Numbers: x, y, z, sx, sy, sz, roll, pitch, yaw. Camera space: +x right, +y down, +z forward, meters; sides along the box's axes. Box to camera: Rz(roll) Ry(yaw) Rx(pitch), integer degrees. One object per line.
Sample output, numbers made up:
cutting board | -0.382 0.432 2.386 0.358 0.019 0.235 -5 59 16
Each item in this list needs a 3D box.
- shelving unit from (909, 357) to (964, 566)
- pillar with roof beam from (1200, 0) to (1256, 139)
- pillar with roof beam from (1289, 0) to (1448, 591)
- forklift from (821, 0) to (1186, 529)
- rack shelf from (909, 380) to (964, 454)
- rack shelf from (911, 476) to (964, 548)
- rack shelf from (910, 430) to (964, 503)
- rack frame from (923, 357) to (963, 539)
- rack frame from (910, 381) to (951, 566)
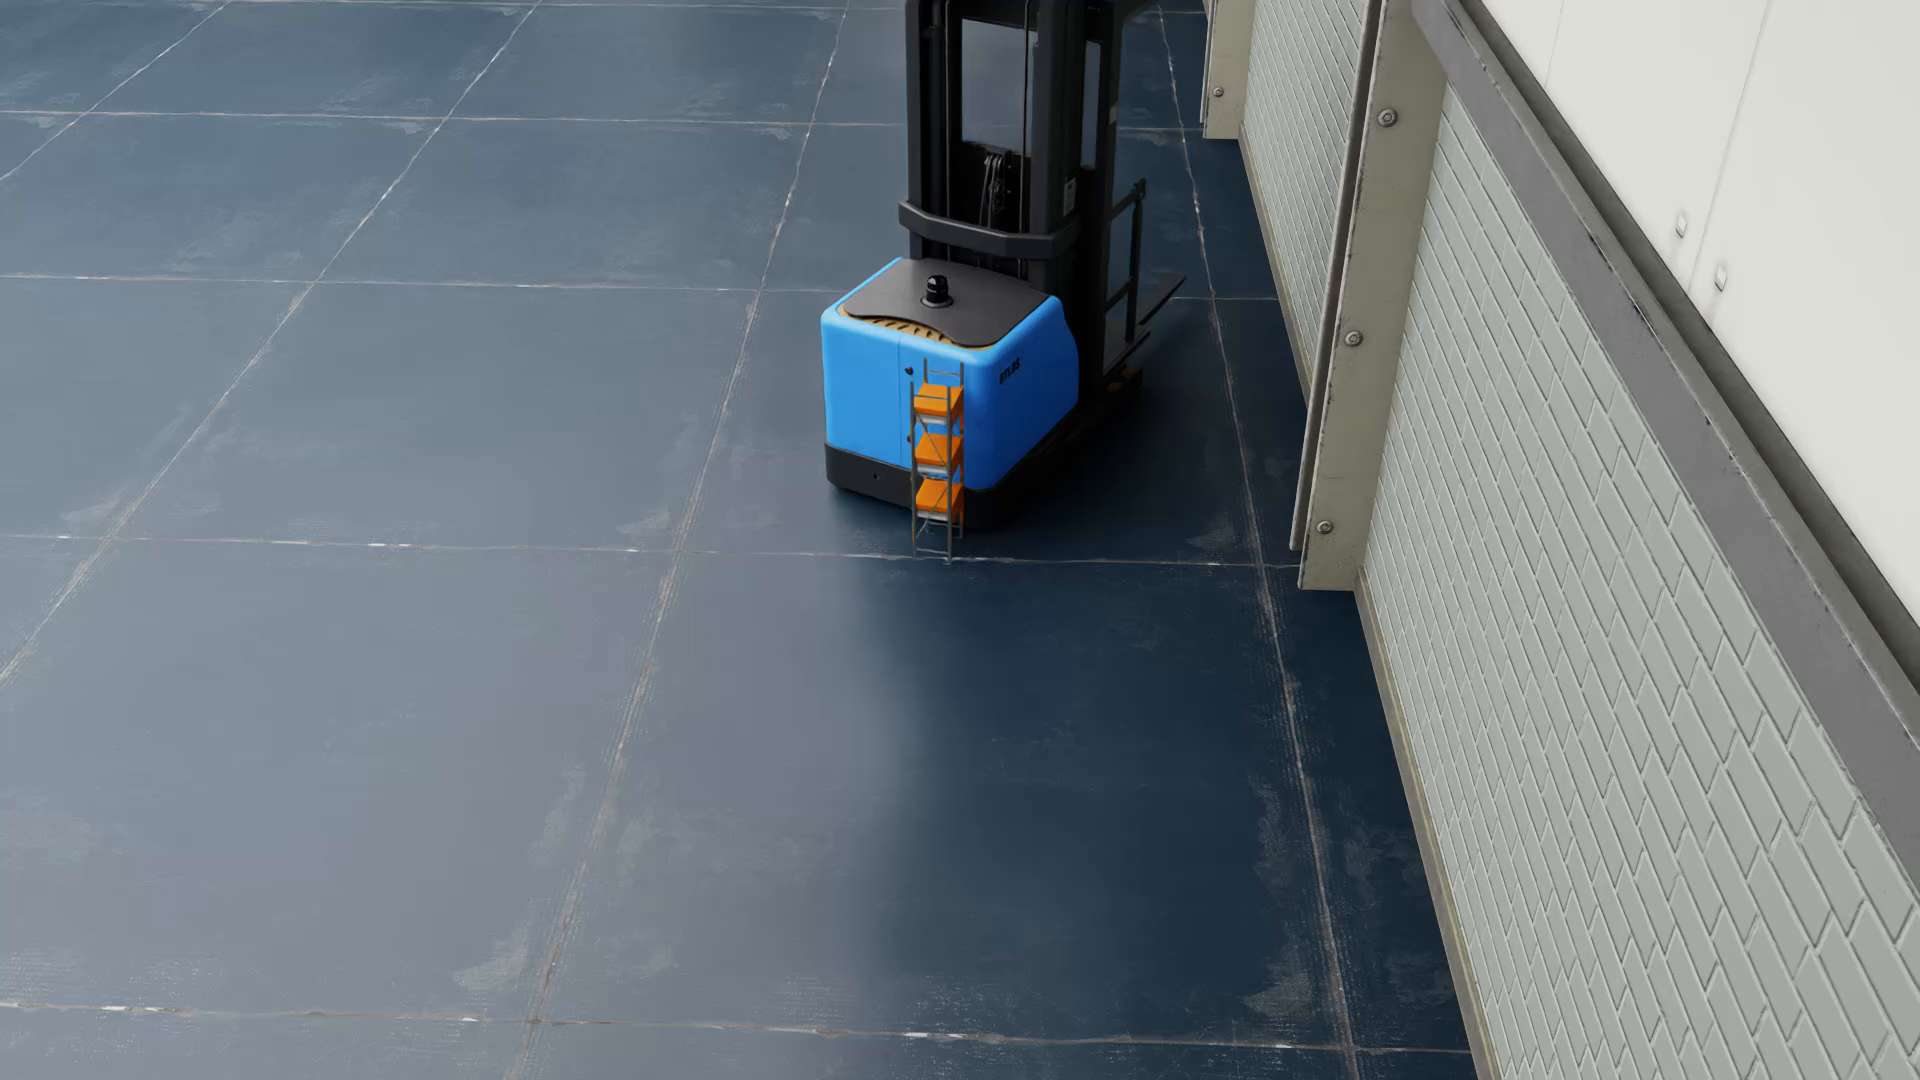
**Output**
shelving unit | -0.112 -0.382 8.326 0.215 1.050 0.252 8 36 12
pillar with roof beam | -2.197 -7.092 10.960 9.100 9.000 0.400 1 35 2
pillar with roof beam | -2.438 -3.645 6.055 9.100 9.000 0.400 1 35 2
forklift | 0.432 -2.079 9.105 1.130 2.935 3.031 18 39 24
rack shelf | -0.112 -0.605 8.169 0.215 0.259 0.240 8 36 12
rack shelf | -0.112 -0.146 8.492 0.215 0.259 0.240 8 36 12
rack shelf | -0.112 -0.373 8.332 0.215 0.259 0.240 8 36 12
rack frame | -0.081 -0.450 8.423 0.200 1.050 0.008 8 36 12
rack frame | -0.142 -0.314 8.229 0.200 1.050 0.008 8 36 12
